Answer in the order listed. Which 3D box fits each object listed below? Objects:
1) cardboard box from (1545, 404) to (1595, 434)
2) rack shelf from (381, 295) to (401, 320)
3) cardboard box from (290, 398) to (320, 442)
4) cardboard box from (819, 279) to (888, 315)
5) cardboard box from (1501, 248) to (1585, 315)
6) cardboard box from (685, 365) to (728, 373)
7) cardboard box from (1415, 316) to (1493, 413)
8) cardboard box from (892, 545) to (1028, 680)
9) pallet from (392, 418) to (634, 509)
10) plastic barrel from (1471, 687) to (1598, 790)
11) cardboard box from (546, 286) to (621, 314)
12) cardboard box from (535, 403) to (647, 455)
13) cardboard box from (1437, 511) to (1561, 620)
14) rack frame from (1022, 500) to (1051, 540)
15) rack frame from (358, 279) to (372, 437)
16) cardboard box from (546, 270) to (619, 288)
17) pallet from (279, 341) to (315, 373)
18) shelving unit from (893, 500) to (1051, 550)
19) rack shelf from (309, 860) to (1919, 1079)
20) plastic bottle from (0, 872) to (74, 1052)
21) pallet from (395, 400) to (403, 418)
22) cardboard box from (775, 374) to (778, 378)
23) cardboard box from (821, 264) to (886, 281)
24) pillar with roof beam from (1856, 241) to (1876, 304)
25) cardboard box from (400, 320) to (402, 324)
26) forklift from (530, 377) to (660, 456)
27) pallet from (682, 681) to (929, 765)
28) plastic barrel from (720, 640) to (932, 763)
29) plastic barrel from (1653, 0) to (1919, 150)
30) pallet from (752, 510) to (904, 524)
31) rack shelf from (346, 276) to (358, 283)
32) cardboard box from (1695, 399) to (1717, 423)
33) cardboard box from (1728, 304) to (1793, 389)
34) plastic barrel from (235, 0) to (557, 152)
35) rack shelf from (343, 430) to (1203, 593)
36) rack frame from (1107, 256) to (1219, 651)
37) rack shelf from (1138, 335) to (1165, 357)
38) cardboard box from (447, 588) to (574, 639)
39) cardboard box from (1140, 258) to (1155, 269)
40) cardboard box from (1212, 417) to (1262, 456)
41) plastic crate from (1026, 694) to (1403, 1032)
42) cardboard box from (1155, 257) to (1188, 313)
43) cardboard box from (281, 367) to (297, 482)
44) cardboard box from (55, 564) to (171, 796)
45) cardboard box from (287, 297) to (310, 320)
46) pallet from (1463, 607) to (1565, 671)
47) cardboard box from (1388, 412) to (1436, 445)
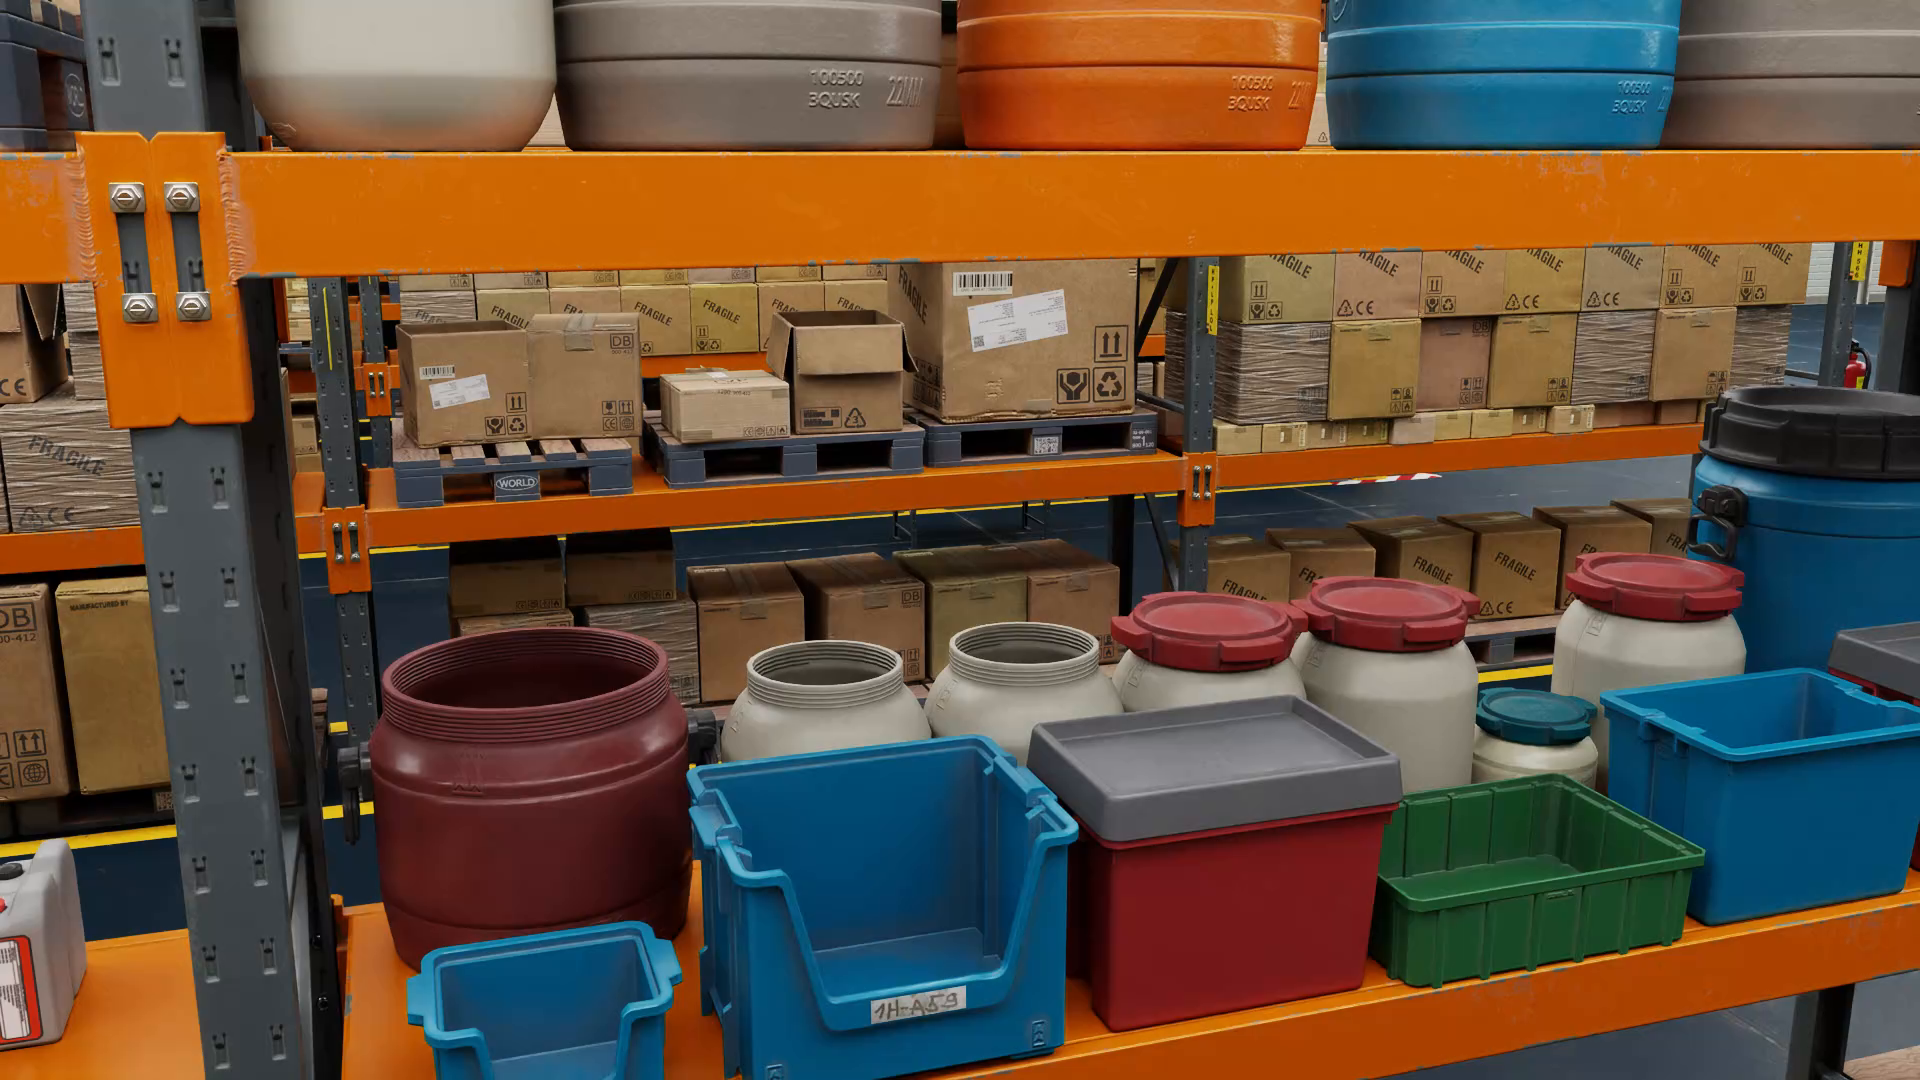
[{"bbox_3d":[3.236,-0.686,9.086,0.250,0.149,0.380,-4,14,-18],"label":"cardboard box"},{"bbox_3d":[-4.019,-2.389,17.257,4.000,0.370,1.077,-4,14,-18],"label":"rack shelf"},{"bbox_3d":[-4.971,-0.868,12.183,0.500,0.250,0.500,-5,14,-21],"label":"cardboard box"},{"bbox_3d":[-0.858,-1.759,12.841,0.500,0.500,0.500,-5,14,-18],"label":"cardboard box"},{"bbox_3d":[2.963,-1.483,8.877,0.500,0.500,0.500,-4,14,-18],"label":"cardboard box"},{"bbox_3d":[-1.260,-0.739,8.149,0.258,0.266,0.396,-5,14,-20],"label":"cardboard box"},{"bbox_3d":[2.410,-1.014,9.064,0.500,0.500,0.875,-4,14,-18],"label":"cardboard box"},{"bbox_3d":[-0.010,0.361,8.594,0.500,0.500,0.700,-5,14,-18],"label":"cardboard box"},{"bbox_3d":[-2.112,-0.400,7.757,1.003,0.211,1.213,-4,14,-18],"label":"pallet"},{"bbox_3d":[1.314,0.505,3.837,0.301,0.262,0.301,0,13,0],"label":"plastic barrel"},{"bbox_3d":[-2.769,-1.611,12.216,0.500,0.500,0.500,-4,14,-18],"label":"cardboard box"},{"bbox_3d":[-2.807,-0.713,12.612,0.750,0.750,1.050,-4,14,-17],"label":"cardboard box"},{"bbox_3d":[3.076,0.140,9.566,0.500,0.500,0.500,-3,14,-13],"label":"cardboard box"},{"bbox_3d":[0.563,-0.773,12.153,0.032,1.500,0.500,-4,14,-18],"label":"rack frame"},{"bbox_3d":[-5.915,-2.591,16.553,0.127,3.000,1.000,-4,14,-18],"label":"rack frame"},{"bbox_3d":[-2.847,-2.155,12.343,0.500,0.500,0.700,-5,14,-19],"label":"cardboard box"},{"bbox_3d":[-4.881,-1.343,11.723,1.003,0.211,1.213,-4,14,-18],"label":"pallet"},{"bbox_3d":[0.081,-0.736,11.996,1.048,1.500,0.538,-4,14,-18],"label":"shelving unit"},{"bbox_3d":[0.721,0.871,3.553,4.000,0.370,1.077,-4,14,-18],"label":"rack shelf"},{"bbox_3d":[-1.639,0.724,2.887,0.135,0.276,0.152,-4,14,-18],"label":"plastic bottle"},{"bbox_3d":[-5.173,-1.292,17.117,1.213,0.211,1.003,-4,14,-18],"label":"pallet"},{"bbox_3d":[-1.527,-1.650,16.364,0.500,0.500,0.500,-4,14,-18],"label":"cardboard box"},{"bbox_3d":[-0.918,-2.305,12.975,0.500,0.500,0.700,-5,14,-19],"label":"cardboard box"},{"bbox_3d":[17.567,-7.719,25.147,0.400,9.000,9.100,-4,14,-18],"label":"pillar with roof beam"},{"bbox_3d":[-6.906,-2.771,21.536,0.625,0.625,0.875,-4,14,-16],"label":"cardboard box"},{"bbox_3d":[-2.669,-2.196,15.043,3.031,2.935,1.130,-6,14,-22],"label":"forklift"},{"bbox_3d":[-0.858,0.793,8.354,1.213,0.211,1.003,-4,14,-18],"label":"pallet"},{"bbox_3d":[-0.267,0.492,3.352,0.421,0.512,0.421,0,13,0],"label":"plastic barrel"},{"bbox_3d":[1.584,-1.196,3.124,0.600,0.901,0.600,0,13,0],"label":"plastic barrel"},{"bbox_3d":[-1.156,-0.378,13.275,1.213,0.211,1.003,-4,14,-18],"label":"pallet"},{"bbox_3d":[-9.397,-3.182,20.591,4.000,0.370,1.077,-4,14,-18],"label":"rack shelf"},{"bbox_3d":[4.166,-0.771,9.446,0.250,0.149,0.380,-4,14,-18],"label":"cardboard box"},{"bbox_3d":[4.298,-1.167,9.707,0.500,0.500,0.875,-4,14,-18],"label":"cardboard box"},{"bbox_3d":[-0.782,-0.801,2.303,0.421,0.512,0.421,0,13,0],"label":"plastic barrel"},{"bbox_3d":[-0.858,-0.215,8.119,4.000,0.370,1.077,-4,14,-18],"label":"rack shelf"},{"bbox_3d":[1.037,-0.713,8.657,0.127,3.000,1.000,-4,14,-18],"label":"rack frame"},{"bbox_3d":[1.447,-1.606,13.965,4.000,0.370,1.077,-4,14,-18],"label":"rack shelf"},{"bbox_3d":[-2.125,0.531,7.880,0.500,0.500,0.700,-5,14,-21],"label":"cardboard box"},{"bbox_3d":[1.451,-2.543,13.692,0.500,0.550,0.875,-4,14,-18],"label":"cardboard box"},{"bbox_3d":[1.337,-0.540,8.475,0.250,0.149,0.380,-4,14,-18],"label":"cardboard box"},{"bbox_3d":[0.455,0.586,3.061,0.583,0.464,0.402,-4,14,-18],"label":"plastic crate"},{"bbox_3d":[1.376,-1.486,8.888,0.500,0.500,0.500,-4,14,-18],"label":"cardboard box"},{"bbox_3d":[-3.301,-0.490,7.504,0.500,0.500,0.500,-4,14,-16],"label":"cardboard box"},{"bbox_3d":[-3.415,0.458,7.418,0.875,0.875,1.225,-5,14,-21],"label":"cardboard box"},{"bbox_3d":[-4.563,-1.603,11.393,0.250,0.149,0.380,-4,14,-17],"label":"cardboard box"},{"bbox_3d":[2.821,0.496,9.603,1.213,0.211,1.003,-4,14,-18],"label":"pallet"},{"bbox_3d":[2.290,-0.610,8.770,0.250,0.149,0.380,-4,14,-18],"label":"cardboard box"}]
